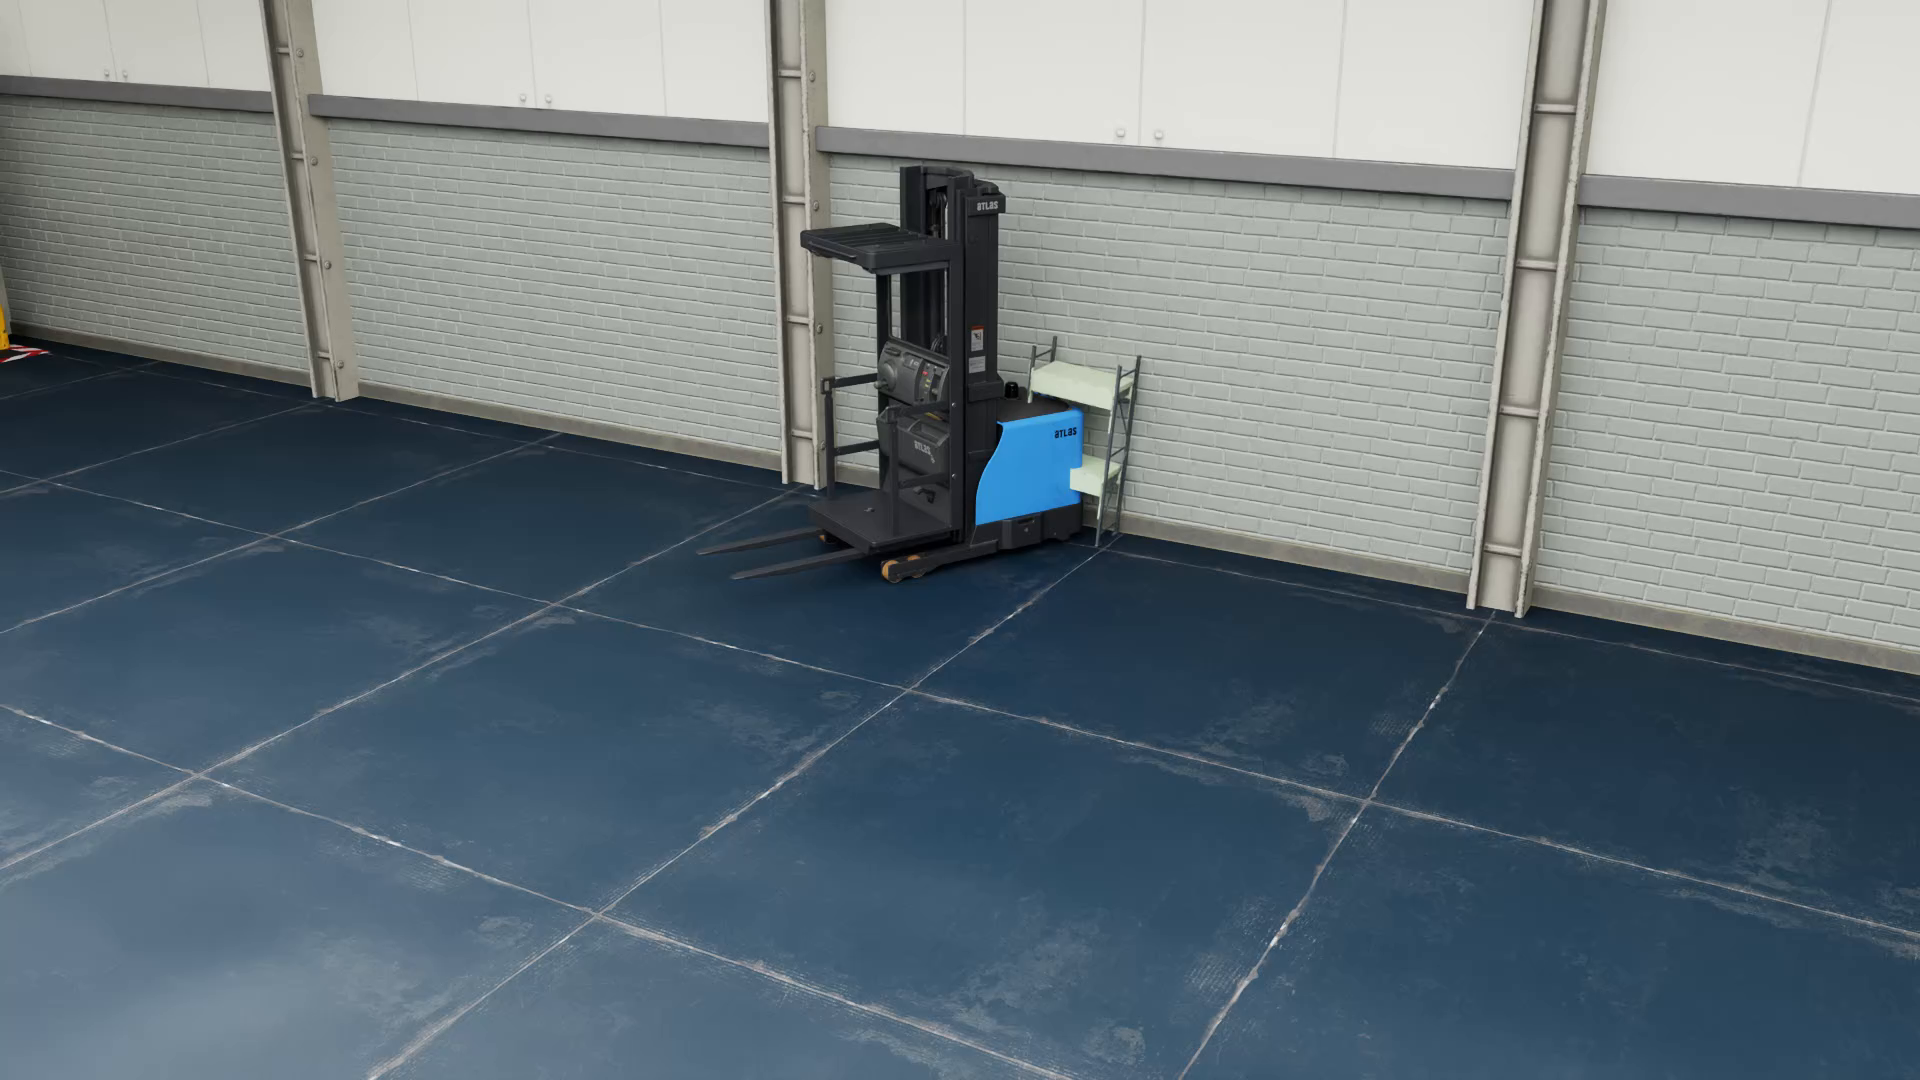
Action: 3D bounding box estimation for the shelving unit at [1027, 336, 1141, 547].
[{"bbox_3d":[0.924,-0.786,13.239,0.755,1.500,0.431,17,25,25],"label":"shelving unit"}]

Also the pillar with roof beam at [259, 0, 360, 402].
[{"bbox_3d":[-8.672,-4.467,12.483,0.400,9.000,9.100,11,23,27],"label":"pillar with roof beam"}]

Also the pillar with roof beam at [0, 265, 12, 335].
[{"bbox_3d":[-13.910,-5.465,15.234,0.400,9.000,9.100,11,23,27],"label":"pillar with roof beam"}]

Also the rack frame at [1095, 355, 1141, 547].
[{"bbox_3d":[1.242,-0.692,13.084,0.023,1.500,0.400,17,25,25],"label":"rack frame"}]

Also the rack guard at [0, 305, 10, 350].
[{"bbox_3d":[-11.621,-2.363,19.147,0.348,0.500,1.175,11,23,27],"label":"rack guard"}]

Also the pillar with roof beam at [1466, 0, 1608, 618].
[{"bbox_3d":[1.804,-2.471,6.982,0.400,9.000,9.100,11,23,27],"label":"pillar with roof beam"}]

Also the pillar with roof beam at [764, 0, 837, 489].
[{"bbox_3d":[-3.434,-3.469,9.733,0.400,9.000,9.100,11,23,27],"label":"pillar with roof beam"}]

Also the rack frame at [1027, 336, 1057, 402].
[{"bbox_3d":[0.607,-0.881,13.394,0.023,1.500,0.400,17,25,25],"label":"rack frame"}]

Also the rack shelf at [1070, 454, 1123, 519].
[{"bbox_3d":[0.897,-0.487,13.365,0.720,0.370,0.431,17,25,25],"label":"rack shelf"}]

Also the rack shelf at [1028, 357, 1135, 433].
[{"bbox_3d":[0.958,-1.145,13.089,0.720,0.370,0.431,17,25,25],"label":"rack shelf"}]

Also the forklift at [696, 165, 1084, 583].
[{"bbox_3d":[-0.530,-1.262,12.546,3.031,2.935,1.130,-12,23,-31],"label":"forklift"}]
